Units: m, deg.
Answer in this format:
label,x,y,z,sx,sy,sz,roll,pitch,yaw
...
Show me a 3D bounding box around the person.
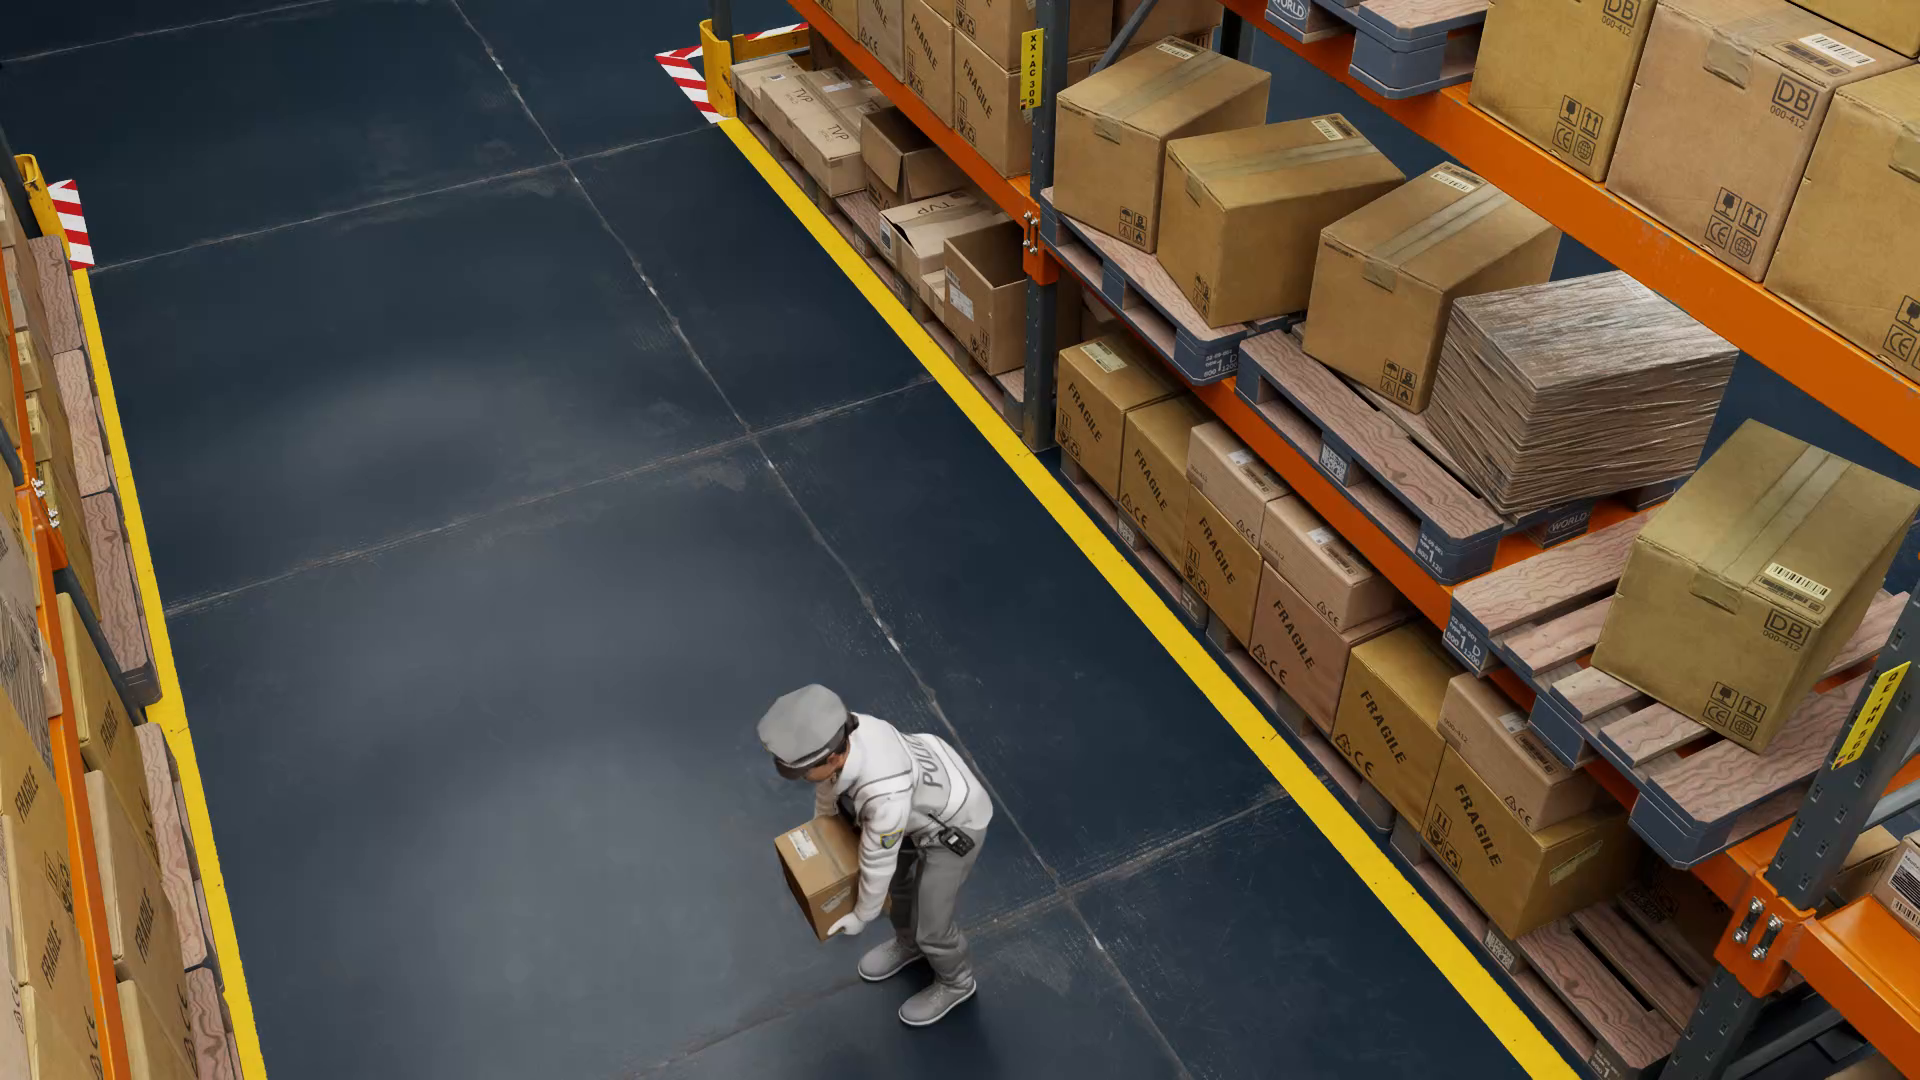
label,x,y,z,sx,sy,sz,roll,pitch,yaw
person,-0.239,0.977,5.162,0.695,1.530,0.406,-20,45,-21
